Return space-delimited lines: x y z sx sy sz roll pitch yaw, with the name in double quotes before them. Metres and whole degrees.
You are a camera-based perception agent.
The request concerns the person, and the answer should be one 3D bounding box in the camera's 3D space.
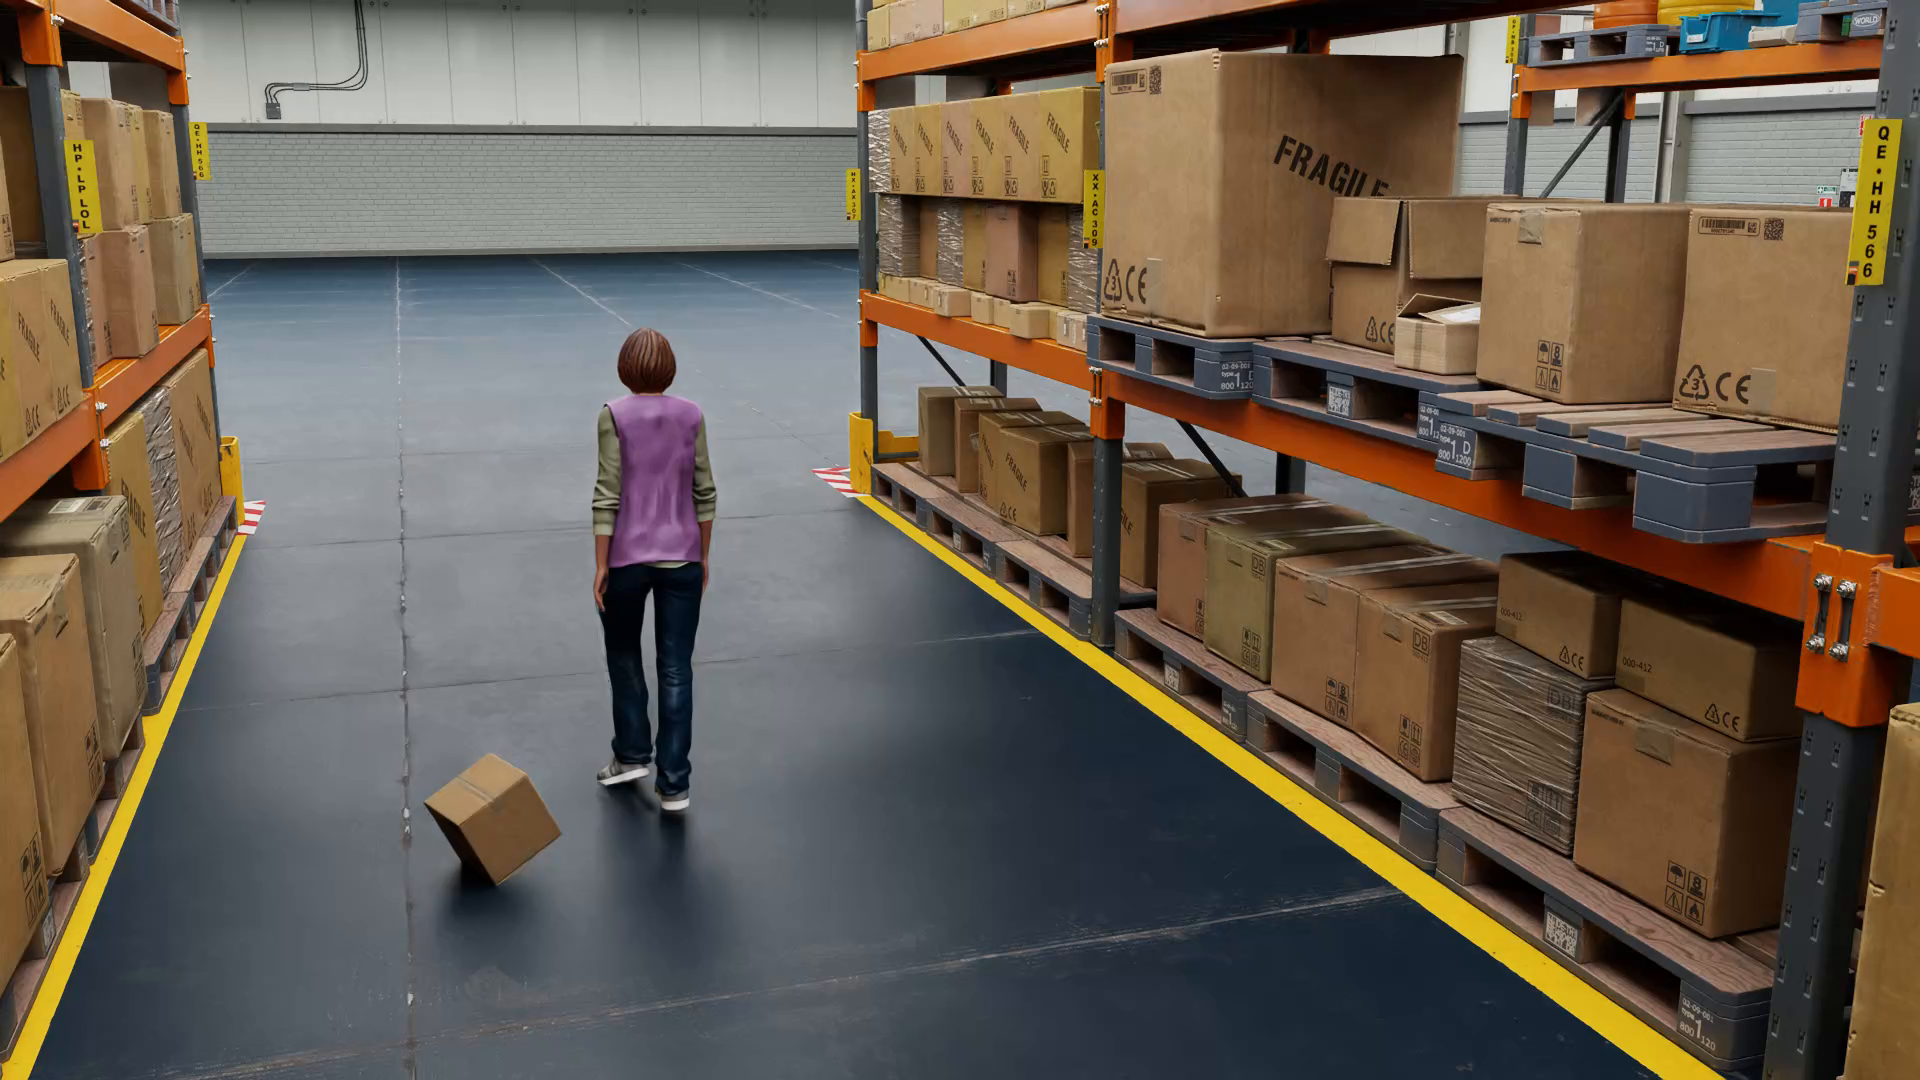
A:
"person" -1.007 0.115 5.535 0.442 1.623 0.585 -4 13 -19
